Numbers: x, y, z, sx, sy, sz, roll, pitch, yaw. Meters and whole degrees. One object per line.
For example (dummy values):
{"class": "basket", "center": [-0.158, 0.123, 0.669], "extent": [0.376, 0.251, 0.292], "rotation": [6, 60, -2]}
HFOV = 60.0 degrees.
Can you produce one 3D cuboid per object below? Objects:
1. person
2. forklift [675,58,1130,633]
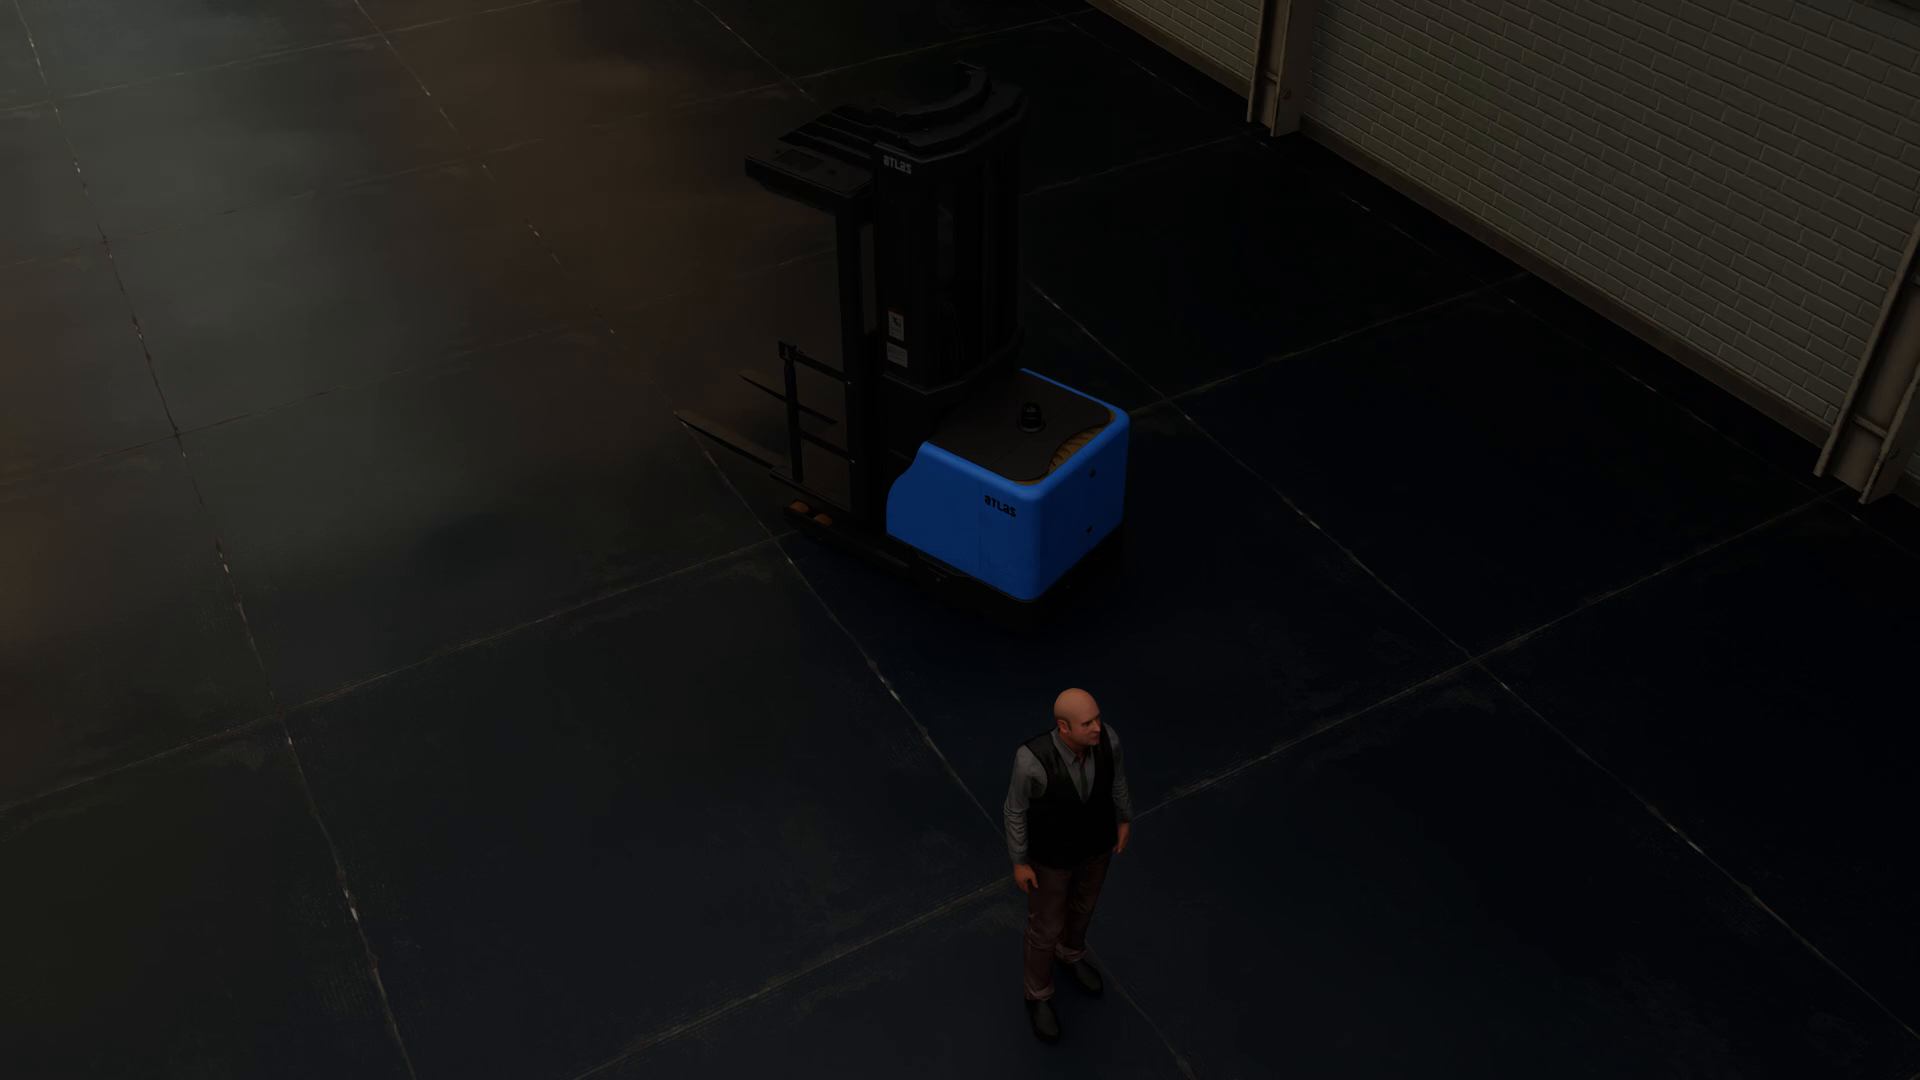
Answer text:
{"class": "person", "center": [0.515, 1.386, 7.301], "extent": [0.634, 1.722, 0.566], "rotation": [-21, 44, -23]}
{"class": "forklift", "center": [-0.481, -1.366, 9.683], "extent": [3.031, 2.935, 1.130], "rotation": [26, 46, 28]}
